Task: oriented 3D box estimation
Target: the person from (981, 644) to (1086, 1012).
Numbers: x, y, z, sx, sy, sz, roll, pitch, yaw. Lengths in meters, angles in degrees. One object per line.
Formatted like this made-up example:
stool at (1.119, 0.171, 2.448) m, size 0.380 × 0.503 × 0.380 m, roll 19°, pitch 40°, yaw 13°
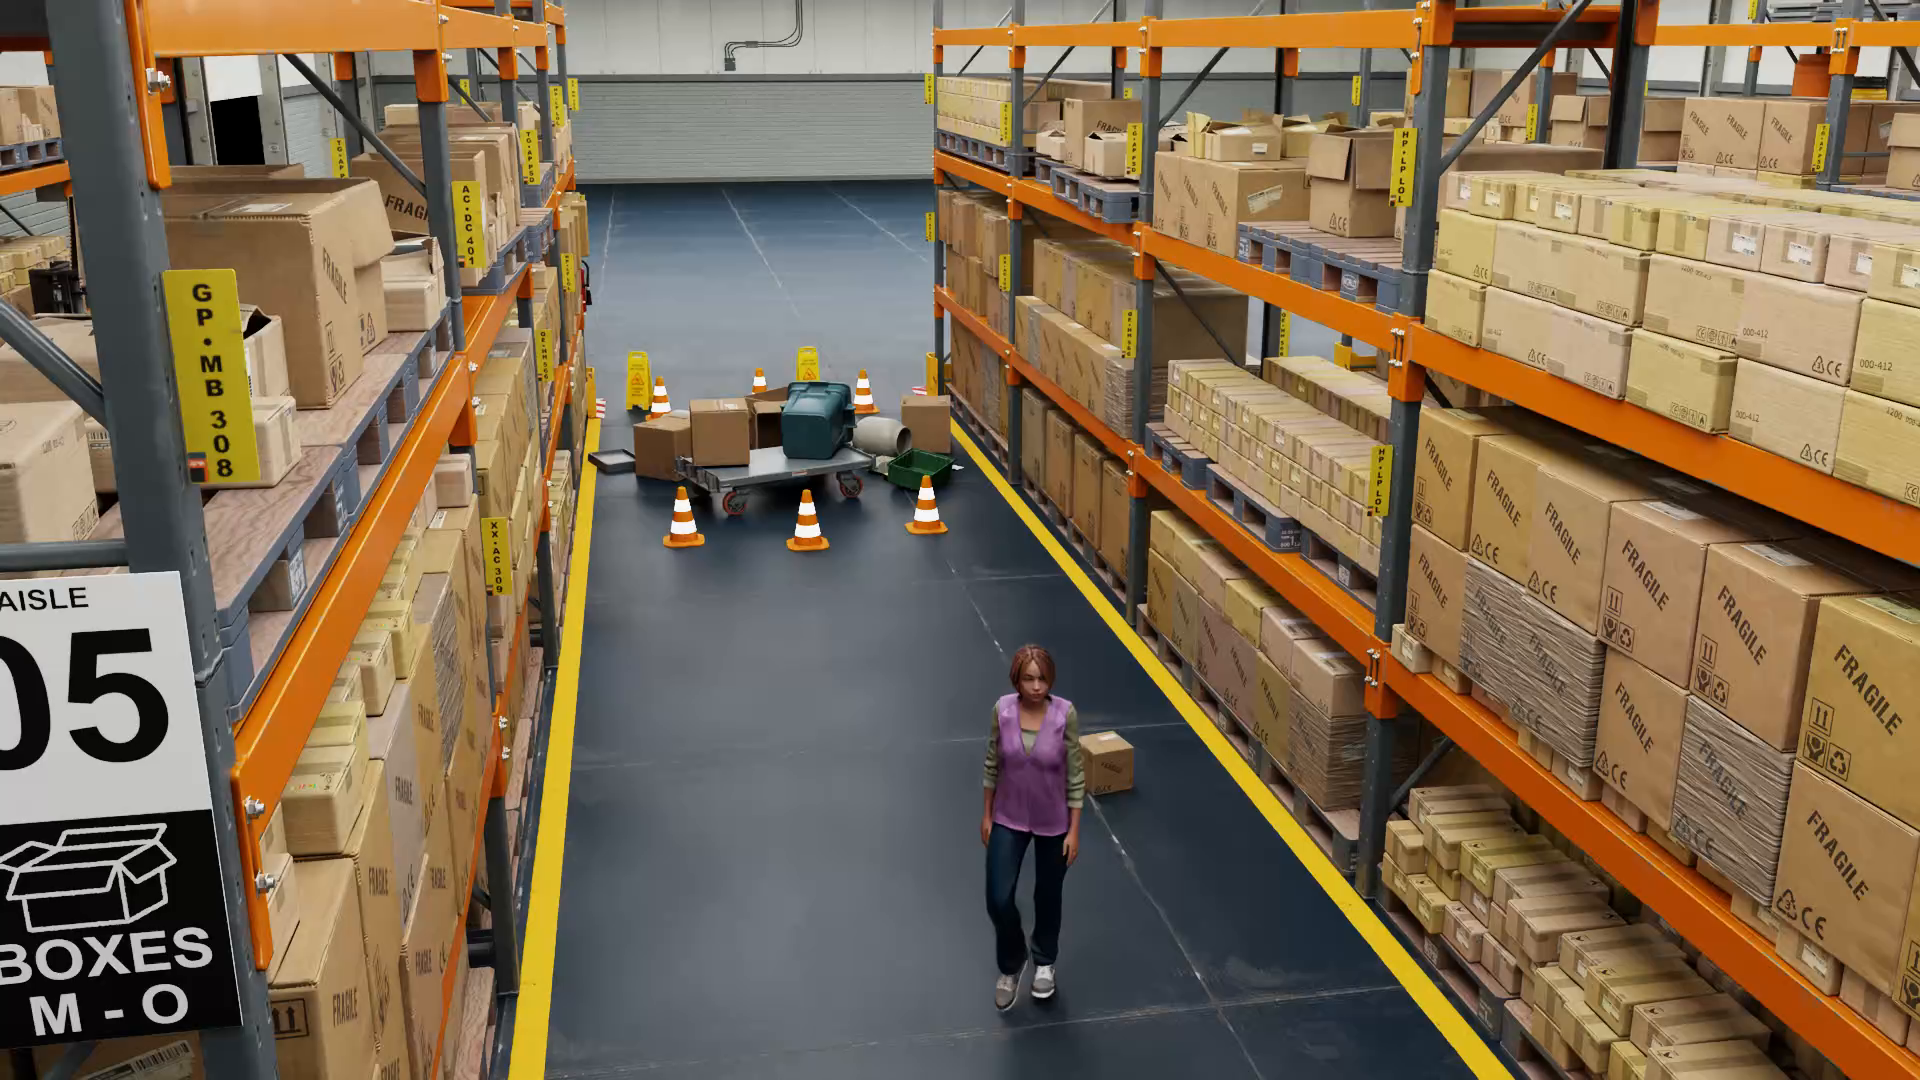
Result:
person at (0.301, 1.215, 6.956) m, size 0.442 × 1.623 × 0.468 m, roll 2°, pitch 17°, yaw 5°
